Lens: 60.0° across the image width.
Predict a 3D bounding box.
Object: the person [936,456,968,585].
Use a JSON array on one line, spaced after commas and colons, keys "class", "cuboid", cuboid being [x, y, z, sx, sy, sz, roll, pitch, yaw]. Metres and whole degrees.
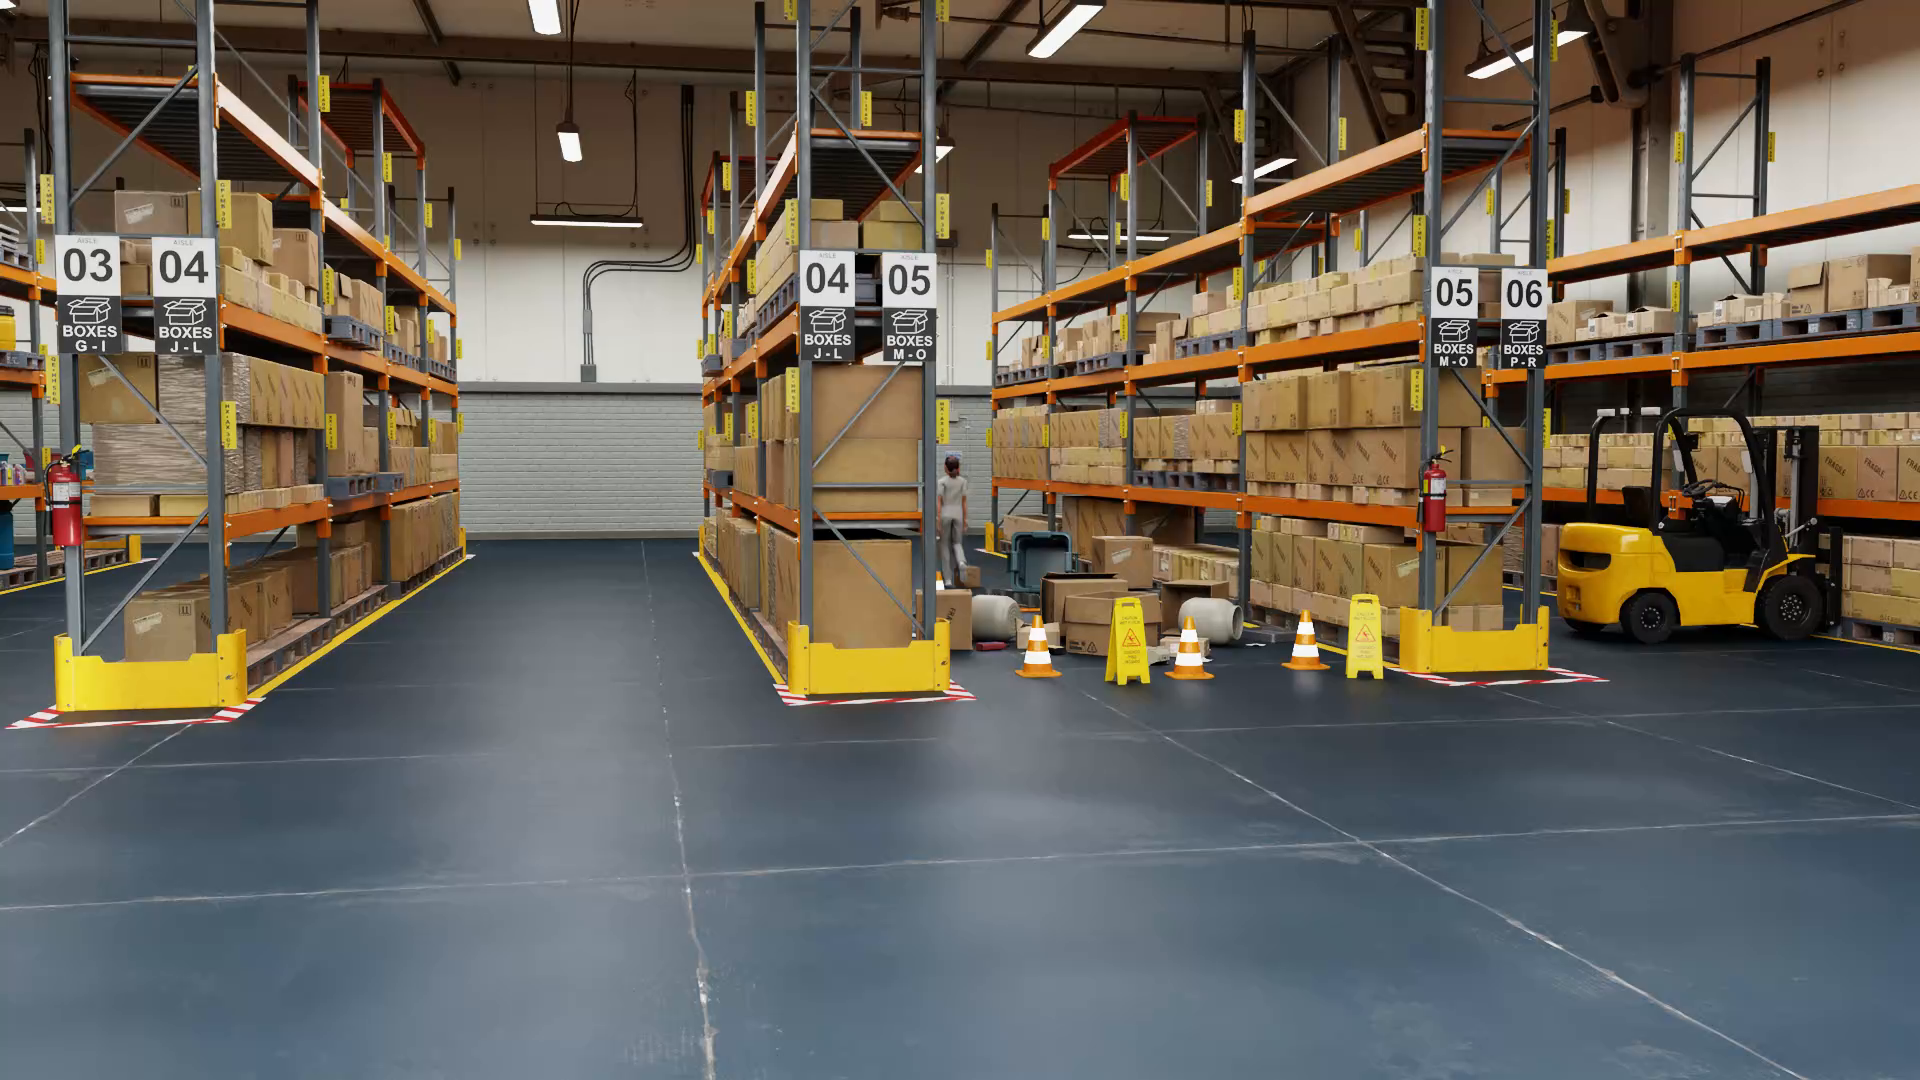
[{"class": "person", "cuboid": [-0.109, -0.250, 21.297, 0.440, 1.660, 0.526, -1, 3, -20]}]
